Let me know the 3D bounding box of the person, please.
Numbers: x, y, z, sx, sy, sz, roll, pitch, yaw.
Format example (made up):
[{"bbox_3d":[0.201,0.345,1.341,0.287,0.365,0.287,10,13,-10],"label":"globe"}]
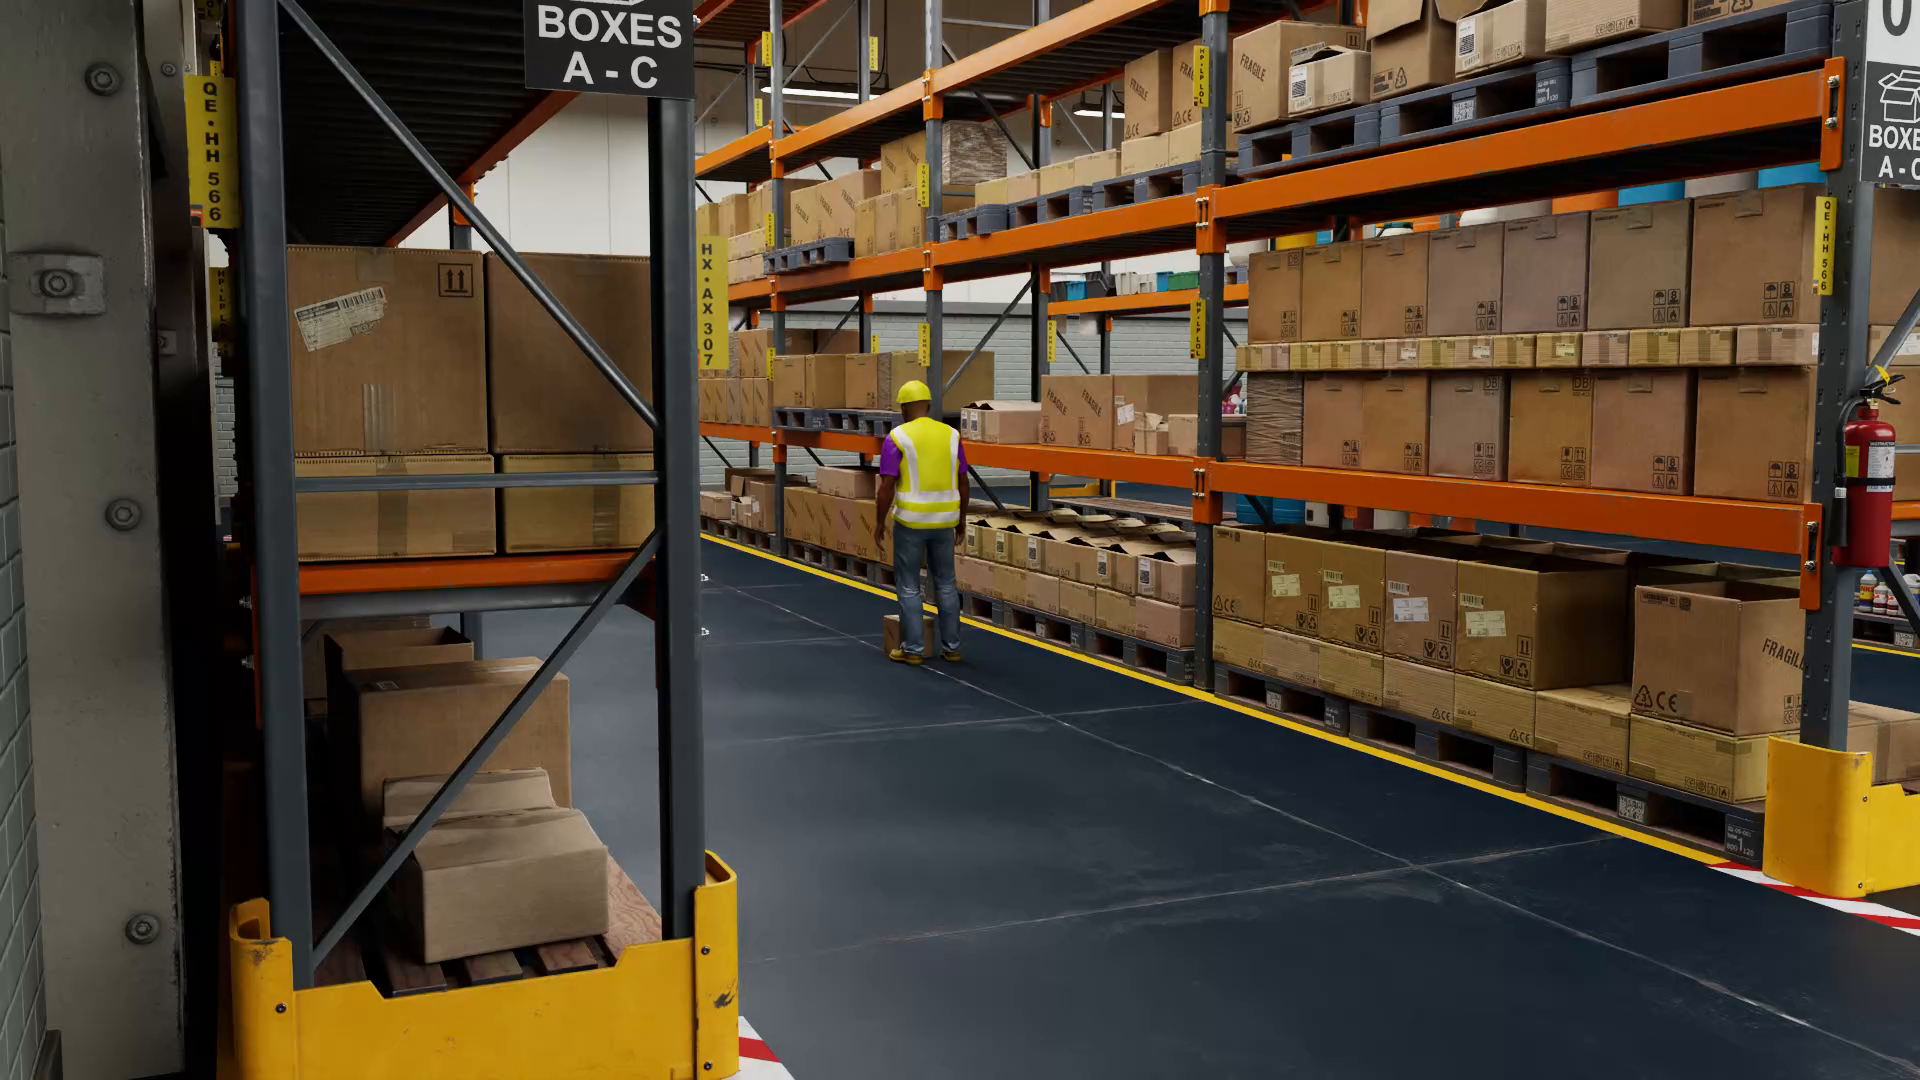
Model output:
[{"bbox_3d":[-0.237,-0.114,10.386,0.636,1.761,0.454,-3,6,-26],"label":"person"}]
